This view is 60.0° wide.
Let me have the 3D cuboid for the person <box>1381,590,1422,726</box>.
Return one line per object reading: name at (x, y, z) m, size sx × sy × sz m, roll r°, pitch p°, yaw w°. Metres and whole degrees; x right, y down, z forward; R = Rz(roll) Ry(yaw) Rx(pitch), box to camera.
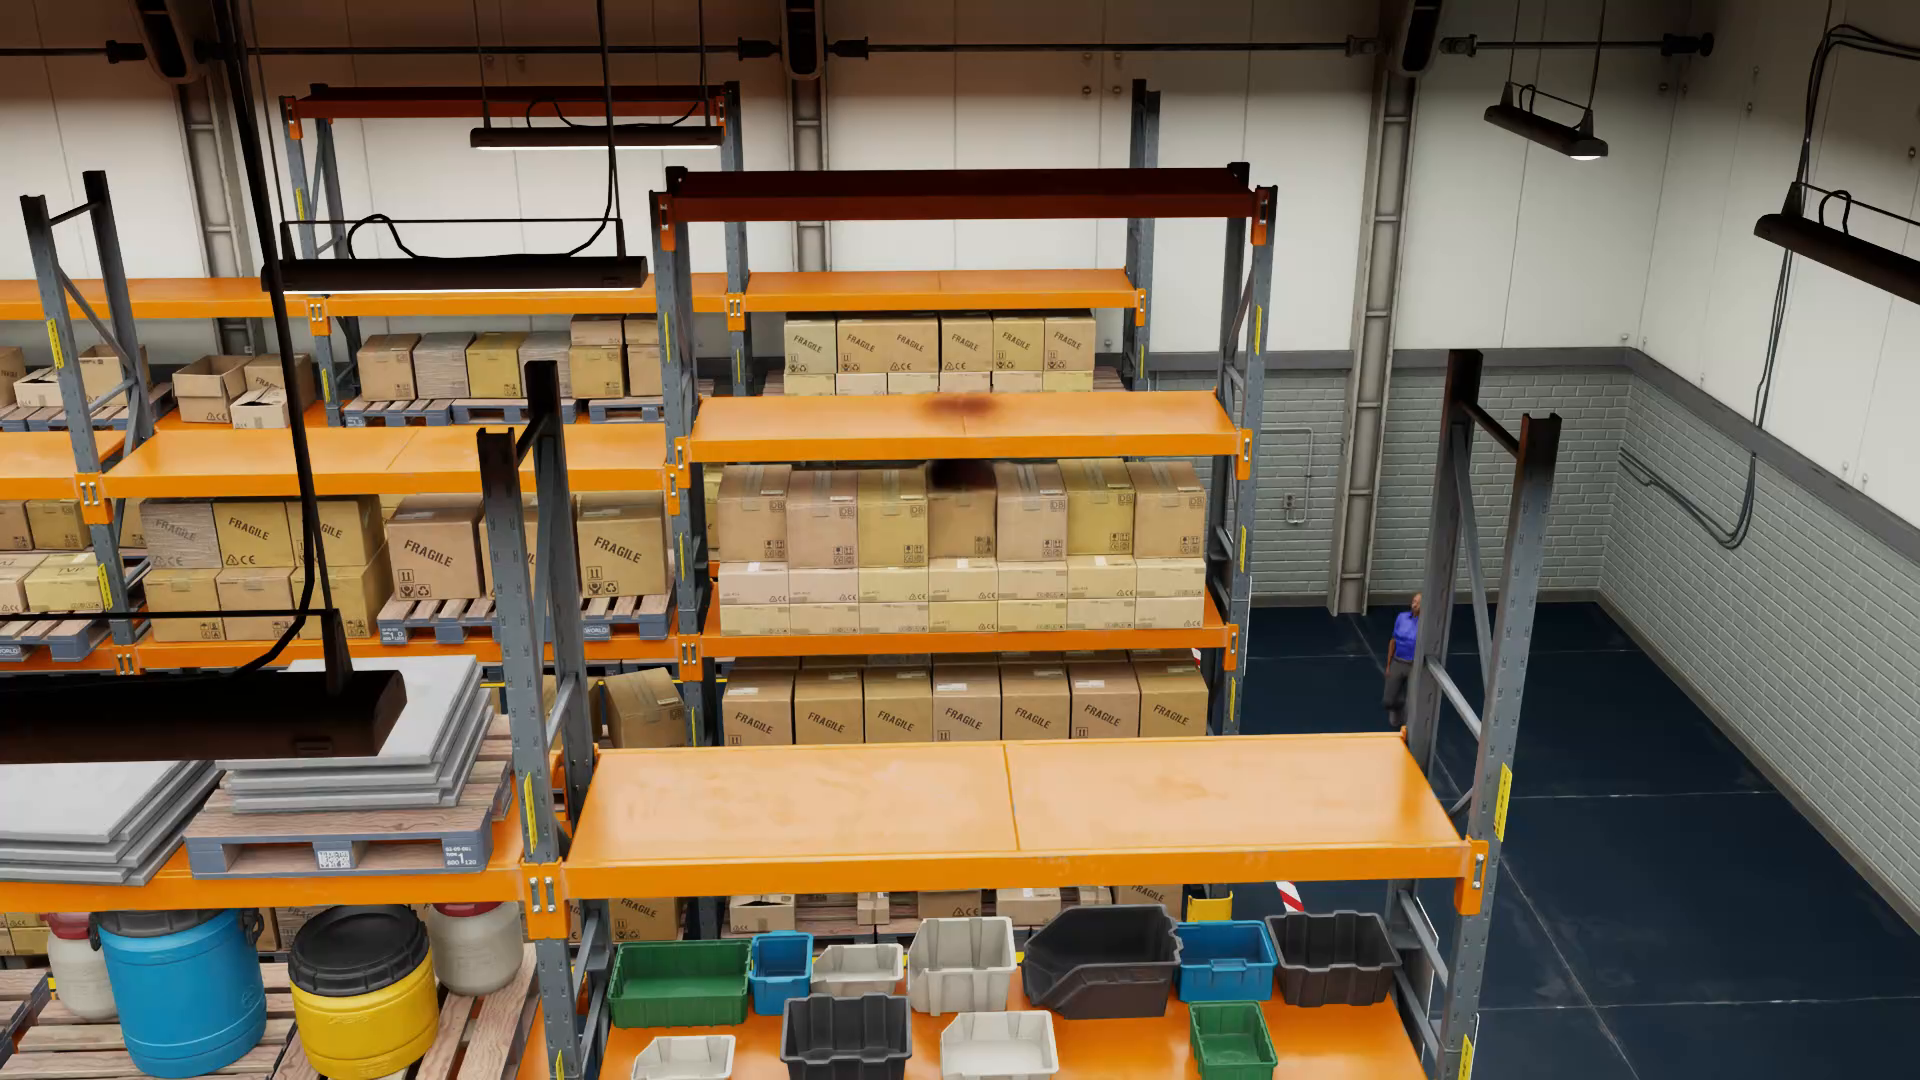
person at (4.349, 1.228, 15.968) m, size 0.487 × 1.606 × 0.646 m, roll 11°, pitch 24°, yaw 25°
